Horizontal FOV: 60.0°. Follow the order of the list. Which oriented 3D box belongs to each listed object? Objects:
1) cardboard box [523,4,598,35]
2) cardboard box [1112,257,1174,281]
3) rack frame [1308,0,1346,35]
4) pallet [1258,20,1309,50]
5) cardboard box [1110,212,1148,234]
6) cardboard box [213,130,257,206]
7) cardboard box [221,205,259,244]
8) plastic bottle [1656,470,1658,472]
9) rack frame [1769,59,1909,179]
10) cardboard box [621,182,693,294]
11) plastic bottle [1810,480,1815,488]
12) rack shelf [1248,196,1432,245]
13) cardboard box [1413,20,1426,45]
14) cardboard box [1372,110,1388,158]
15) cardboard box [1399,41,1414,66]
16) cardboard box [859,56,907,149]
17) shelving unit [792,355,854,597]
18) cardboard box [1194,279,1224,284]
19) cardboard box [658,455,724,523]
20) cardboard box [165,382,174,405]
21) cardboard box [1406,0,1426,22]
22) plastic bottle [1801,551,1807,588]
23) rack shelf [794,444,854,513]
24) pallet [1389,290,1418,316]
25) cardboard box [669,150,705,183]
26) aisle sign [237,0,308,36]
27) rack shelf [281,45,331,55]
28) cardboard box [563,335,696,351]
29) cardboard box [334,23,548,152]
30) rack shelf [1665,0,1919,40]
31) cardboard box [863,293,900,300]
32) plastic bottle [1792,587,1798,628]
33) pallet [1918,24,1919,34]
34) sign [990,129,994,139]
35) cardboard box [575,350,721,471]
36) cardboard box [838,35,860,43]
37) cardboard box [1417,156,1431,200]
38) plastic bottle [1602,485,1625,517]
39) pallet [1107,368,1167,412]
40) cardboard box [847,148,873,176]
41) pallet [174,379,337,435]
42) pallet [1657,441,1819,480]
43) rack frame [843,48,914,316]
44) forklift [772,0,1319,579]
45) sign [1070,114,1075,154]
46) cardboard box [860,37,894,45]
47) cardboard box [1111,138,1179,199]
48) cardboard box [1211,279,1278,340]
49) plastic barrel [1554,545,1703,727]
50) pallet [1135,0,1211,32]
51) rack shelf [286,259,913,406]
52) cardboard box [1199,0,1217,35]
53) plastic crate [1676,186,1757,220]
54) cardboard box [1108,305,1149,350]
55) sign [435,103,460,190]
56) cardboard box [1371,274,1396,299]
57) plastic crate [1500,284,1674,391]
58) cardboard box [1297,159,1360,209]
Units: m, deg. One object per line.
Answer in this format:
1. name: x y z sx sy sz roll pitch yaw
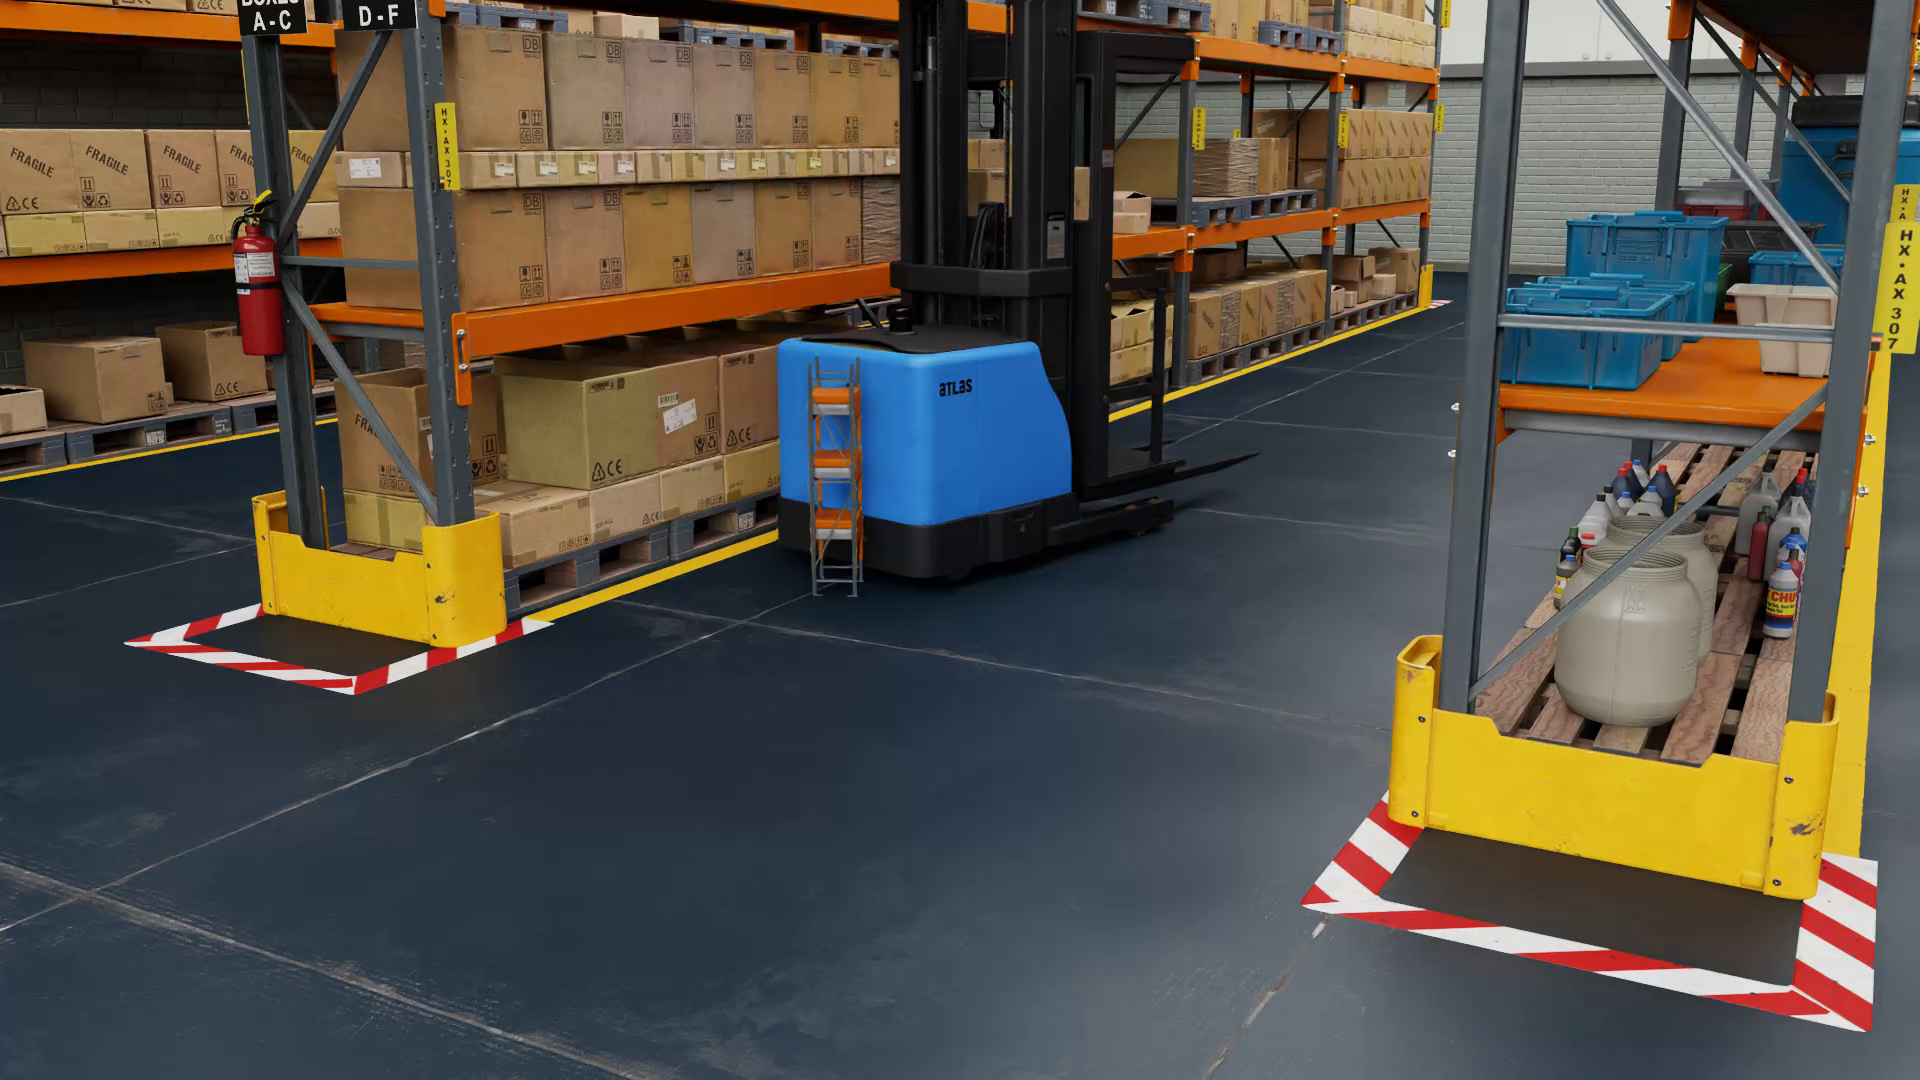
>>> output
1. cardboard box: -3.638 -4.587 14.495 0.797 0.503 0.637 10 17 36
2. cardboard box: 1.678 -2.357 14.706 0.500 0.250 0.500 8 16 30
3. rack frame: 3.342 -6.501 16.297 1.000 3.000 0.127 7 15 28
4. pallet: 2.466 -4.612 15.264 1.213 0.211 1.003 7 15 28
5. cardboard box: 1.215 -2.425 12.730 0.380 0.149 0.250 7 15 28
6. cardboard box: -5.058 -2.570 11.469 0.500 0.500 0.500 7 15 28
7. cardboard box: -5.075 -2.207 11.566 0.500 0.250 0.500 7 15 28
8. plastic bottle: 3.232 -0.177 7.725 0.061 0.283 0.133 7 15 28
9. rack frame: 7.676 -3.022 14.669 1.000 3.000 0.127 7 15 28
10. cardboard box: -1.728 -1.475 8.037 0.700 0.500 0.500 7 15 28
11. plastic bottle: 3.865 -0.138 7.563 0.061 0.283 0.133 8 16 31
12. rack shelf: 4.309 -3.645 18.786 1.077 0.370 4.000 7 15 28
13. cardboard box: 5.009 -5.796 19.029 0.500 0.250 0.500 7 15 28
14. cardboard box: 4.314 -4.395 18.016 0.500 0.500 0.500 7 15 26
15. cardboard box: 4.776 -5.449 18.657 0.500 0.250 0.500 7 15 28
16. cardboard box: -0.735 -2.530 9.648 0.700 0.500 0.500 7 15 28
17. shelving unit: -0.616 -0.291 7.500 0.215 1.050 0.252 -5 14 -19
18. cardboard box: 2.153 -2.195 15.633 0.500 0.500 0.500 7 15 26
19. cardboard box: -1.525 -0.280 8.265 0.500 0.250 0.500 7 15 28
20. cardboard box: -5.654 -1.005 11.448 0.380 0.149 0.250 6 15 24
21. cardboard box: 5.041 -6.290 19.479 0.700 0.500 0.500 7 15 28
22. plastic bottle: 3.386 0.096 6.766 0.097 0.201 0.097 0 14 0
23. rack shelf: -0.616 -0.281 7.503 0.215 0.259 0.240 -5 14 -19
24. pallet: 4.854 -2.870 19.987 1.003 0.211 1.213 7 15 28
25. cardboard box: -1.460 -1.807 8.030 0.380 0.149 0.250 7 15 27
26. aisle sign: -2.748 -2.406 6.565 0.394 0.787 0.004 7 15 28
27. rack shelf: -3.897 -4.022 13.952 1.077 0.370 4.000 7 15 28
28. cardboard box: -1.747 -0.807 8.852 0.500 0.500 0.500 7 15 28
29. cardboard box: -2.197 -1.907 7.061 0.700 0.500 0.500 7 15 28
30. rack shelf: 2.842 -2.079 5.892 1.077 0.370 4.000 7 15 28
31. cardboard box: -1.197 -3.156 18.913 0.750 0.750 0.750 8 15 29
32. plastic bottle: 3.074 0.228 6.218 0.097 0.201 0.097 0 14 0
33. pallet: 6.837 -3.984 12.660 1.003 0.211 1.213 7 15 28
34. sign: 0.454 -5.489 22.884 0.100 0.325 0.005 7 15 28
35. cardboard box: -1.535 -0.646 8.183 0.500 0.500 0.500 7 15 28
36. cardboard box: -1.518 -5.697 18.213 0.700 0.500 0.500 6 15 25
37. cardboard box: 5.297 -4.331 19.883 0.500 0.500 0.500 8 16 30
38. plastic bottle: 2.759 -0.062 7.106 0.144 0.351 0.185 7 15 28
39. pallet: 0.976 -1.243 13.241 1.003 0.211 1.213 7 15 28
40. cardboard box: -0.715 -2.122 9.339 0.380 0.149 0.250 7 15 26
41. pallet: -5.157 -1.006 12.255 1.003 0.211 1.213 7 15 28
42. pallet: 4.743 -0.442 9.916 1.003 0.211 1.213 7 15 28
43. rack frame: -0.996 -4.145 19.325 1.000 3.000 0.127 7 15 28
44. forklift: 0.574 -1.490 8.459 3.031 2.935 1.130 -9 16 -33
45. sign: 0.929 -3.347 13.717 0.100 0.325 0.005 7 15 28
46. cardboard box: -0.871 -5.950 19.623 0.500 0.250 0.500 8 15 29
47. cardboard box: 1.614 -3.158 14.124 0.700 0.500 0.500 2 14 9
48. cardboard box: 2.621 -2.141 15.410 0.500 0.500 0.500 7 15 26
49. plastic barrel: 2.126 0.301 5.295 0.421 0.512 0.421 0 14 0
50. pallet: 1.158 -3.980 12.647 1.213 0.211 1.003 8 16 31
51. rack shelf: -1.492 -1.183 8.574 1.077 0.370 4.000 7 15 28
52. cardboard box: 1.590 -4.364 13.620 0.910 0.500 0.500 7 15 28
53. plastic crate: 3.775 -1.546 8.409 0.402 0.464 0.583 7 15 28
54. cardboard box: 1.125 -1.661 12.797 0.500 0.311 0.500 7 15 27
55. sign: -1.976 -1.517 6.411 0.100 0.325 0.005 7 15 28
56. cardboard box: 4.743 -2.951 19.302 0.500 0.250 0.500 7 15 28
57. plastic crate: 1.855 -0.624 5.041 0.499 0.251 0.616 7 15 28
58. cardboard box: 3.827 -3.706 17.294 0.500 0.500 0.500 8 16 30
